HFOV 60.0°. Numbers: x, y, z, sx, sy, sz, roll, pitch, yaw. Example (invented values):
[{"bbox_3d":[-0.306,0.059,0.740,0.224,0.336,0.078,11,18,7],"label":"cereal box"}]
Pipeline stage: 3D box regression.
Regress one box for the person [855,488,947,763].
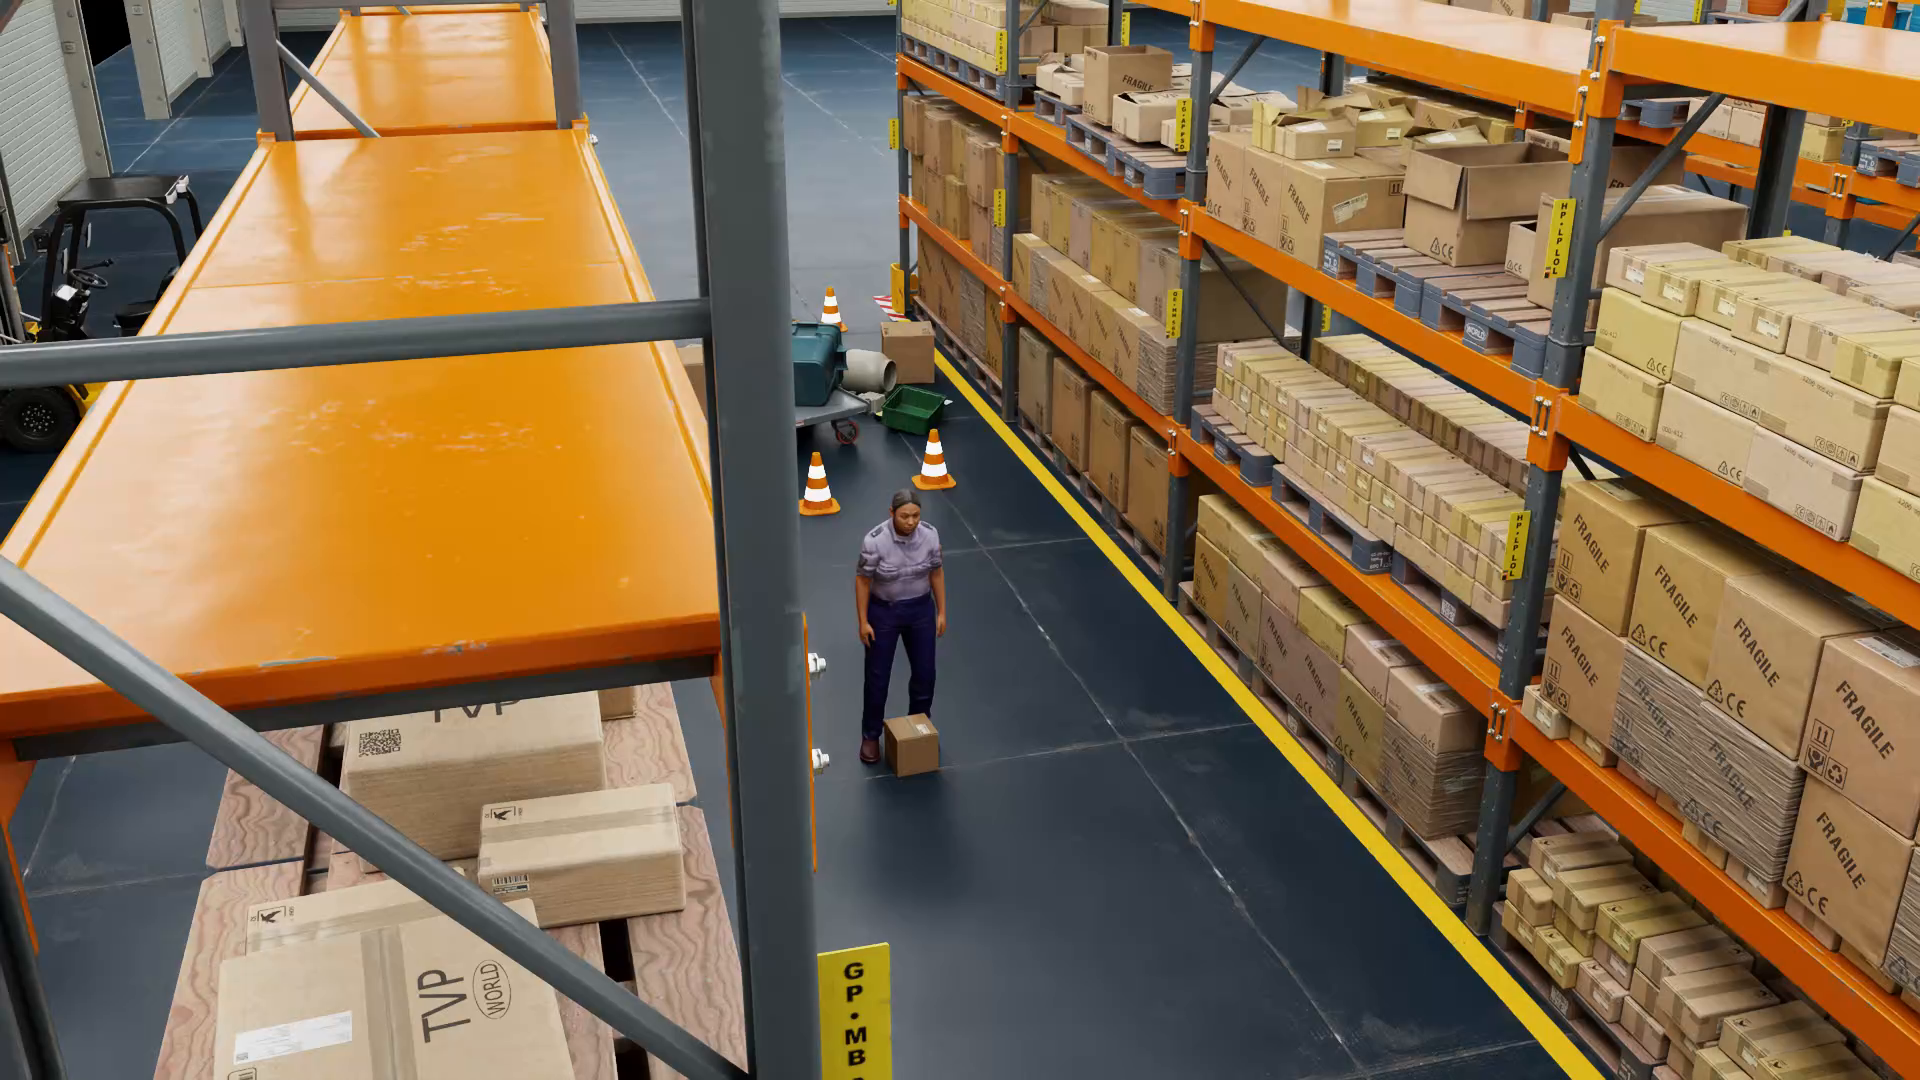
[{"bbox_3d":[-0.348,0.456,9.580,0.558,1.652,0.368,-7,24,-16],"label":"person"}]
